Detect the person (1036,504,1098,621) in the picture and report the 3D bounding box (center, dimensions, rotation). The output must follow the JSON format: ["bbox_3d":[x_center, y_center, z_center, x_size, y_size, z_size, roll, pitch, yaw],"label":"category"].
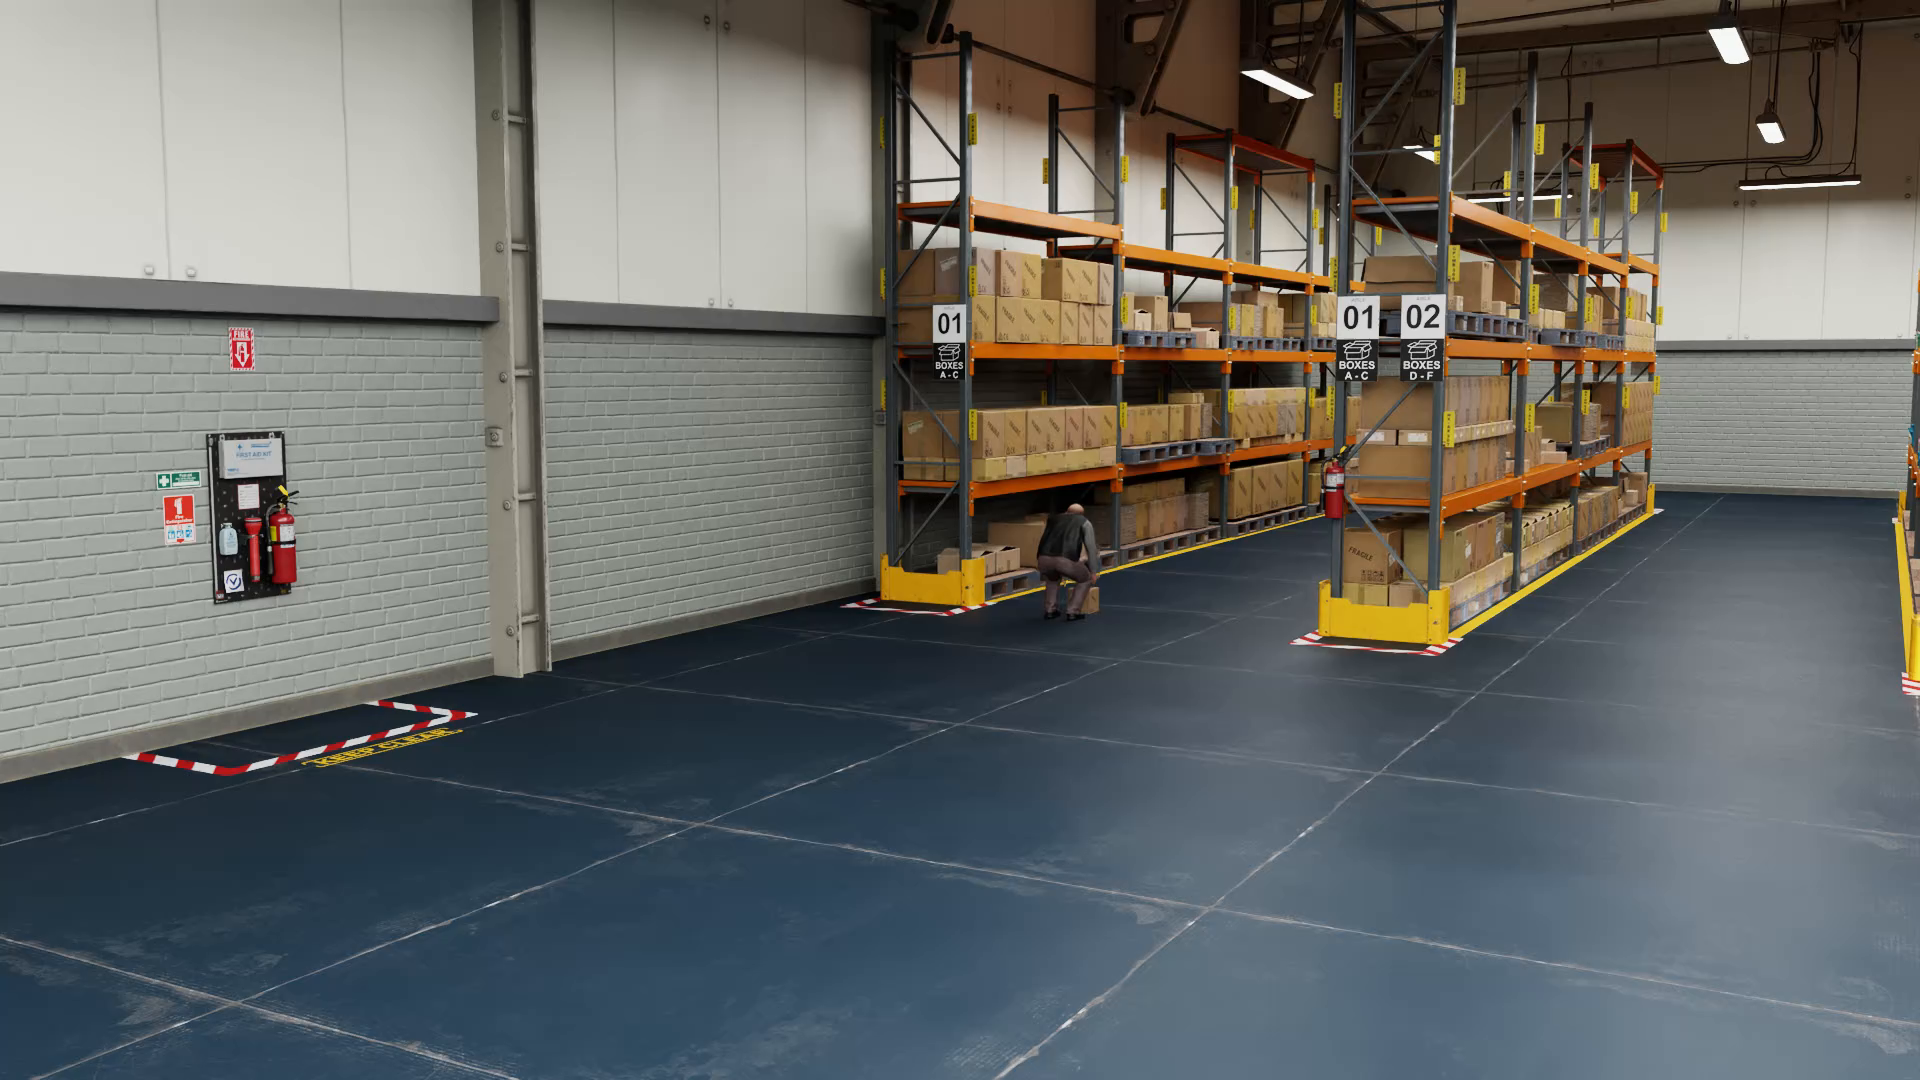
[{"bbox_3d":[1.063,0.224,16.975,0.568,1.129,0.823,3,7,28],"label":"person"}]
